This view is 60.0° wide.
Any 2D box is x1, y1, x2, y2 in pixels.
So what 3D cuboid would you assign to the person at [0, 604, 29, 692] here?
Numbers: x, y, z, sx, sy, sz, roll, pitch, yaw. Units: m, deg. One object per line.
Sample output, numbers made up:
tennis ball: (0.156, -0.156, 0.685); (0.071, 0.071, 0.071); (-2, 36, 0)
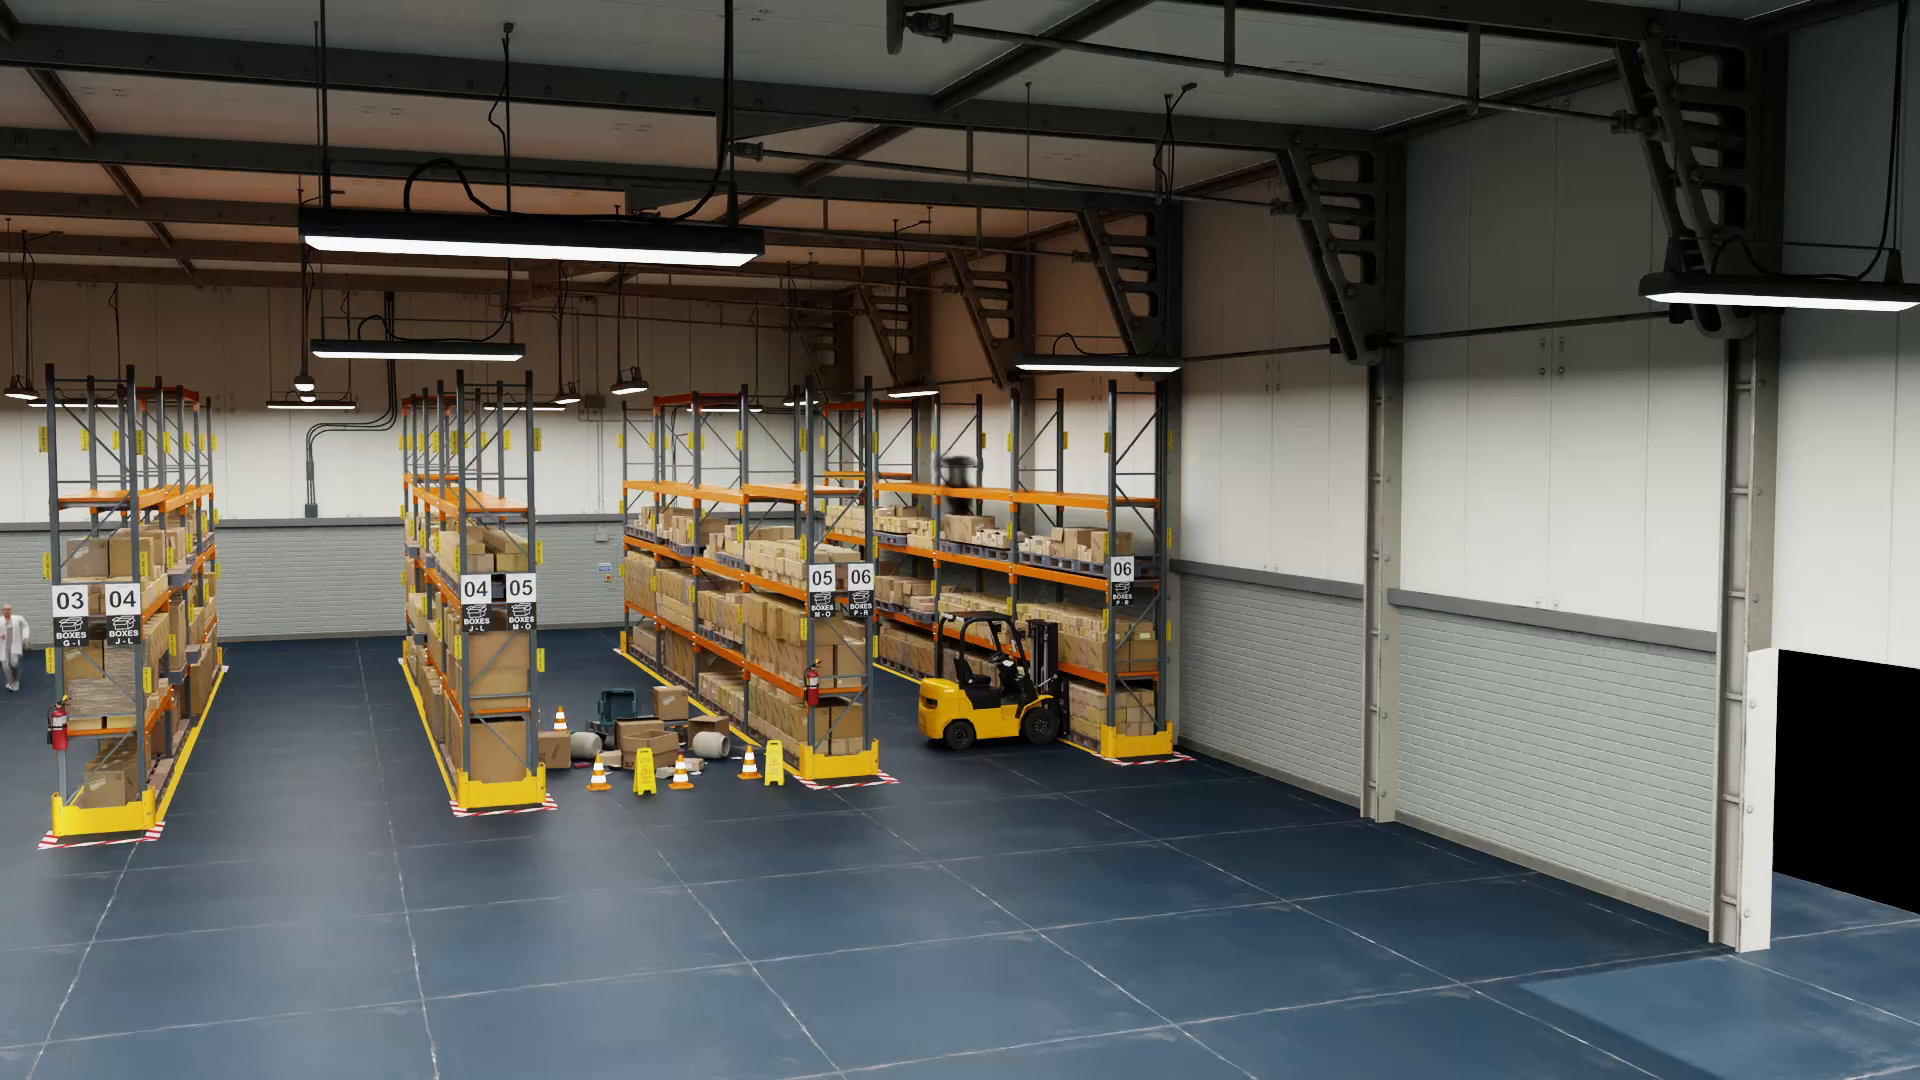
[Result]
person: (-19.093, 2.170, 33.392); (0.657, 1.780, 0.849); (-1, 4, -24)
